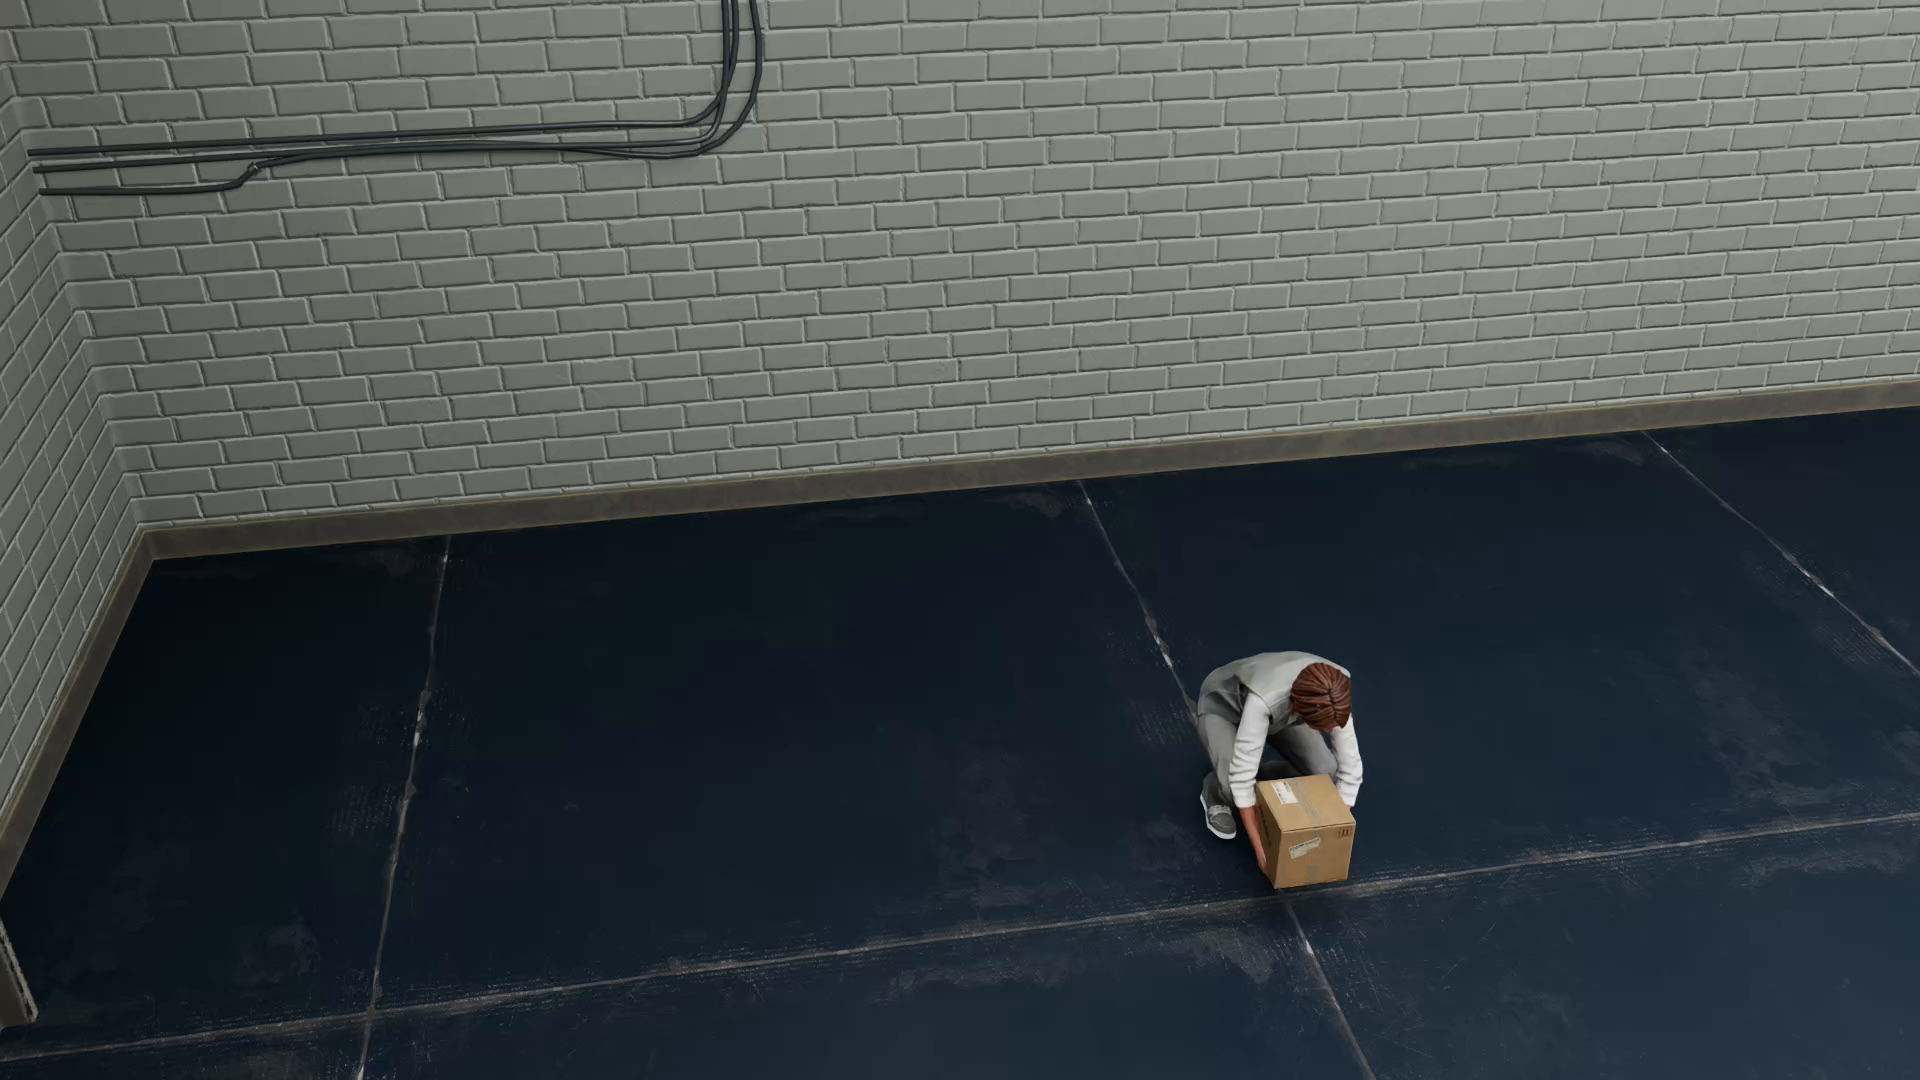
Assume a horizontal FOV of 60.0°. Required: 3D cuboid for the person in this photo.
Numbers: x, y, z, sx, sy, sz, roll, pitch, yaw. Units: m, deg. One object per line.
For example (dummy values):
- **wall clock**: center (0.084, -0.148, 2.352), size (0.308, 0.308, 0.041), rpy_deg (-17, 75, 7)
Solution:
- **person**: center (1.086, 0.683, 5.702), size (0.459, 0.888, 0.808), rpy_deg (-5, 32, -9)
